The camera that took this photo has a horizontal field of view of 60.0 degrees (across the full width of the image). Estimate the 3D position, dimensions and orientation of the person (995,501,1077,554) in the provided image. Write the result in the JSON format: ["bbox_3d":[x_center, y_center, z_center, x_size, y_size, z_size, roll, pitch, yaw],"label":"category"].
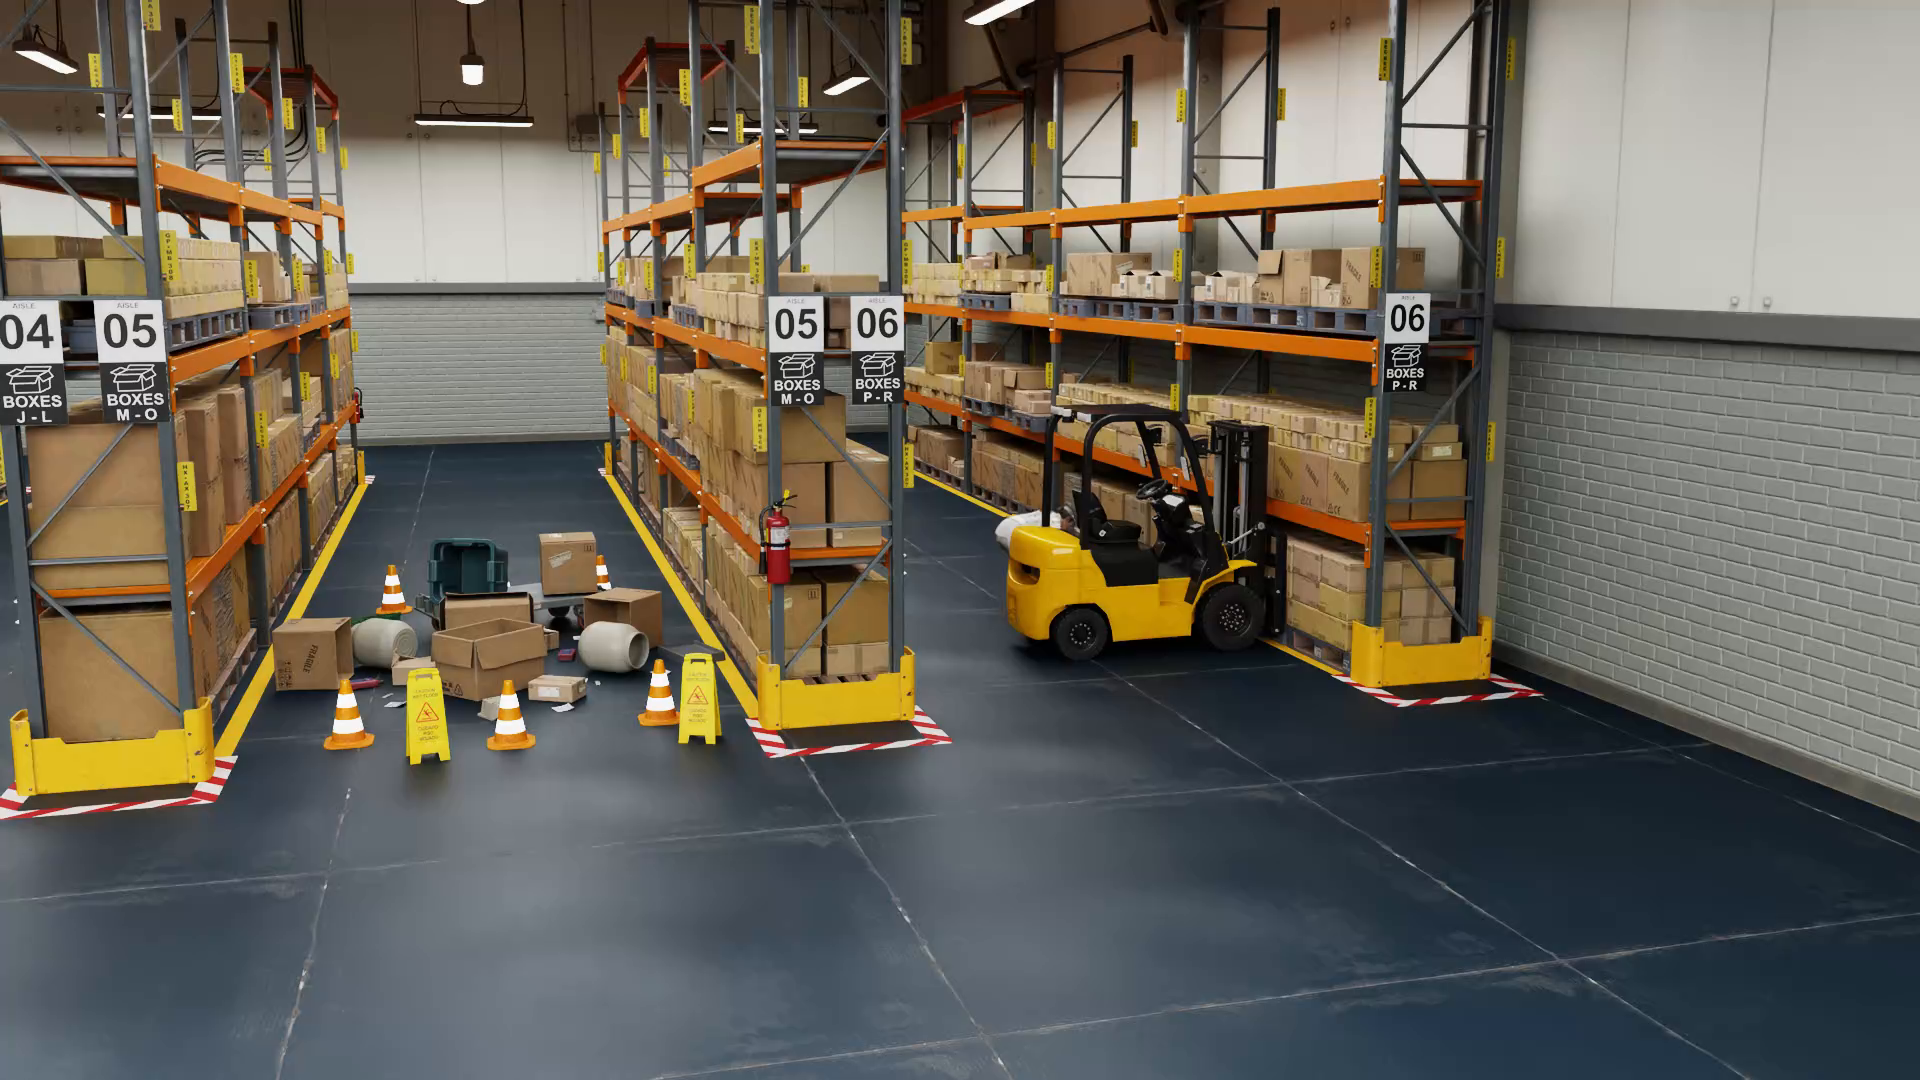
[{"bbox_3d":[0.807,0.171,16.624,0.919,1.087,0.443,-3,10,-19],"label":"person"}]
